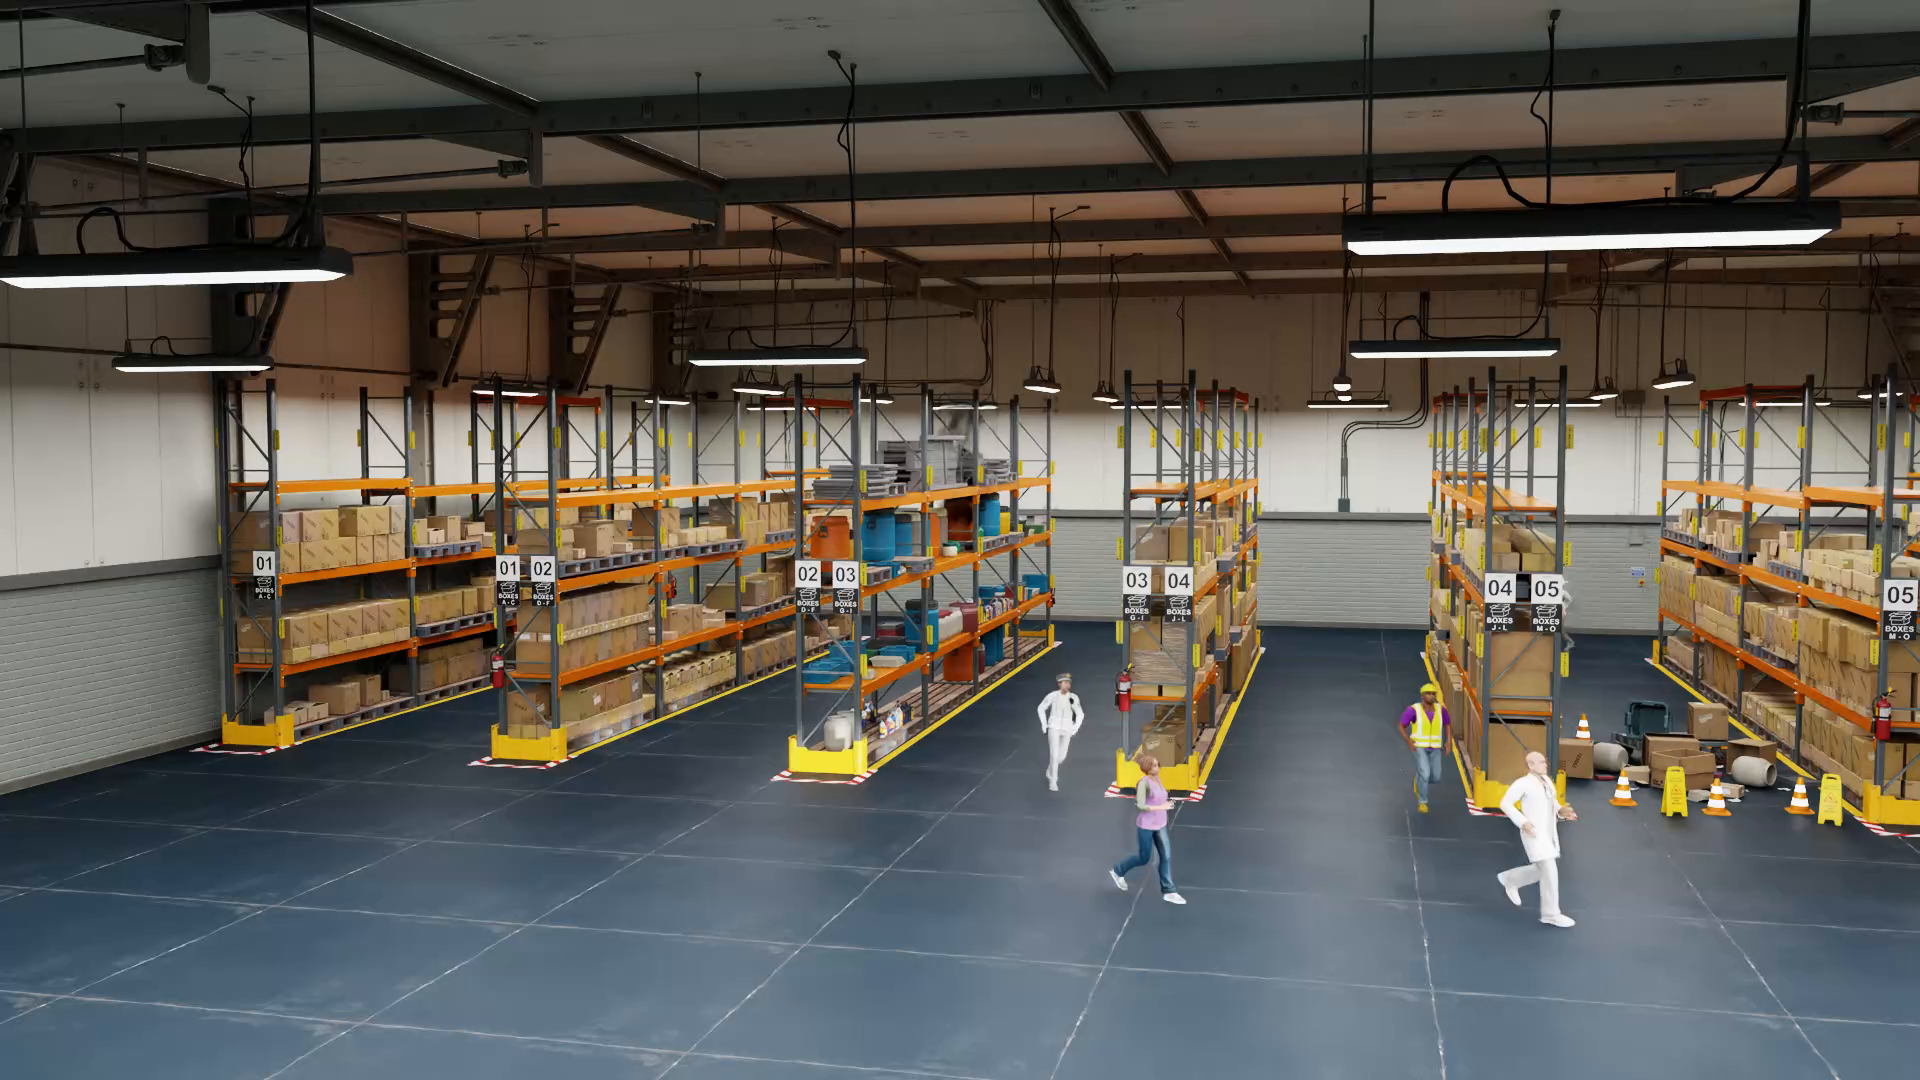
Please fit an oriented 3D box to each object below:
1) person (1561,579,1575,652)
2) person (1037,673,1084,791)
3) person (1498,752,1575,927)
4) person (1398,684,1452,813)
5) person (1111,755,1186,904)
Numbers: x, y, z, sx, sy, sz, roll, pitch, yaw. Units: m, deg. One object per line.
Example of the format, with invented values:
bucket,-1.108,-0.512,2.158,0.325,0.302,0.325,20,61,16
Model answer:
person,13.923,1.764,38.777,0.881,1.789,0.651,0,3,5
person,1.457,2.747,24.037,0.666,1.663,0.583,0,3,-6
person,5.996,3.121,17.334,0.720,1.671,0.963,-3,4,-38
person,6.317,2.801,22.592,0.746,1.715,0.629,0,3,-8
person,2.054,3.222,18.027,0.882,1.354,0.543,3,4,37
